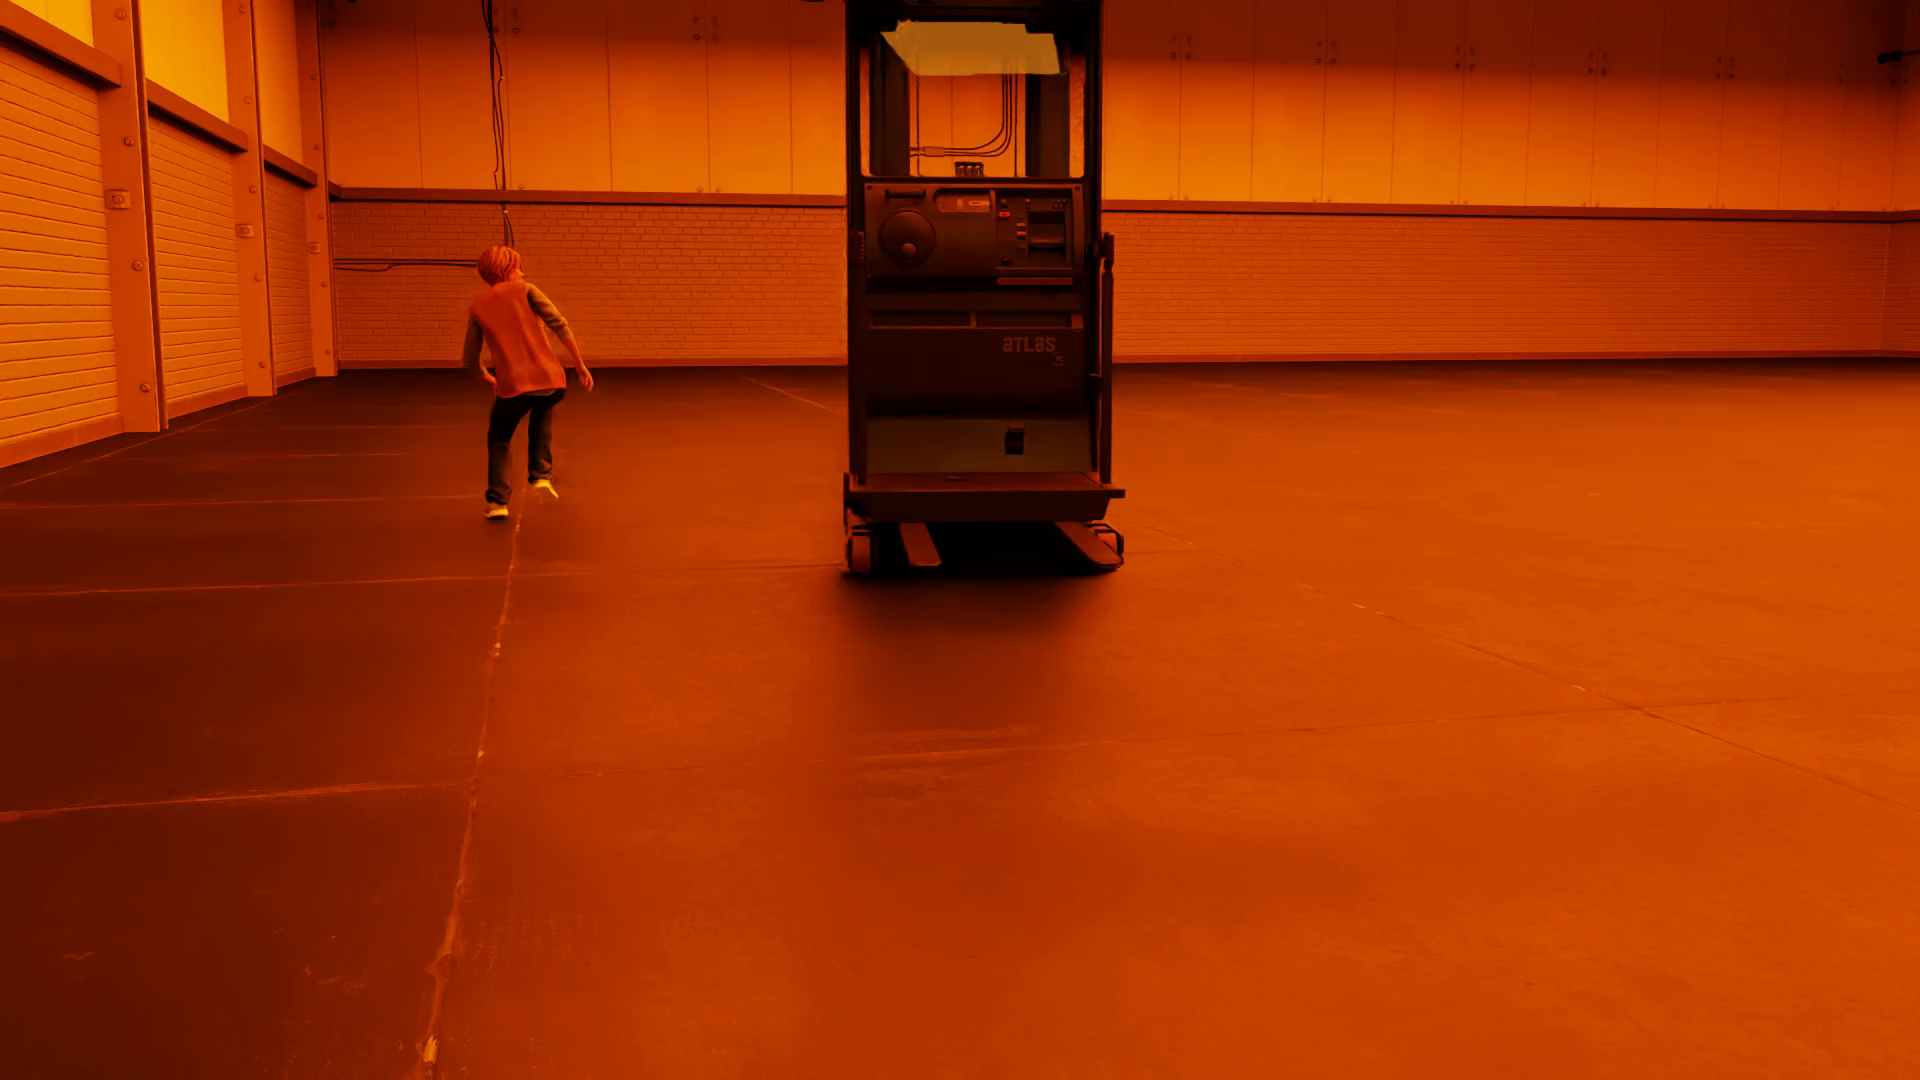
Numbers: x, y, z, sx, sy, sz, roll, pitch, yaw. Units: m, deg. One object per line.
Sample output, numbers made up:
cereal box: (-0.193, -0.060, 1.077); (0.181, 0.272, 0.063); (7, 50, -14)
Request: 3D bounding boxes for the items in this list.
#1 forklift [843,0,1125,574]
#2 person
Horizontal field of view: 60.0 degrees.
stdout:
forklift: (0.078, -1.358, 6.838); (1.130, 2.935, 3.031); (-1, 8, -4)
person: (-2.248, -0.819, 8.647); (0.642, 1.398, 0.654); (-2, 8, -15)
